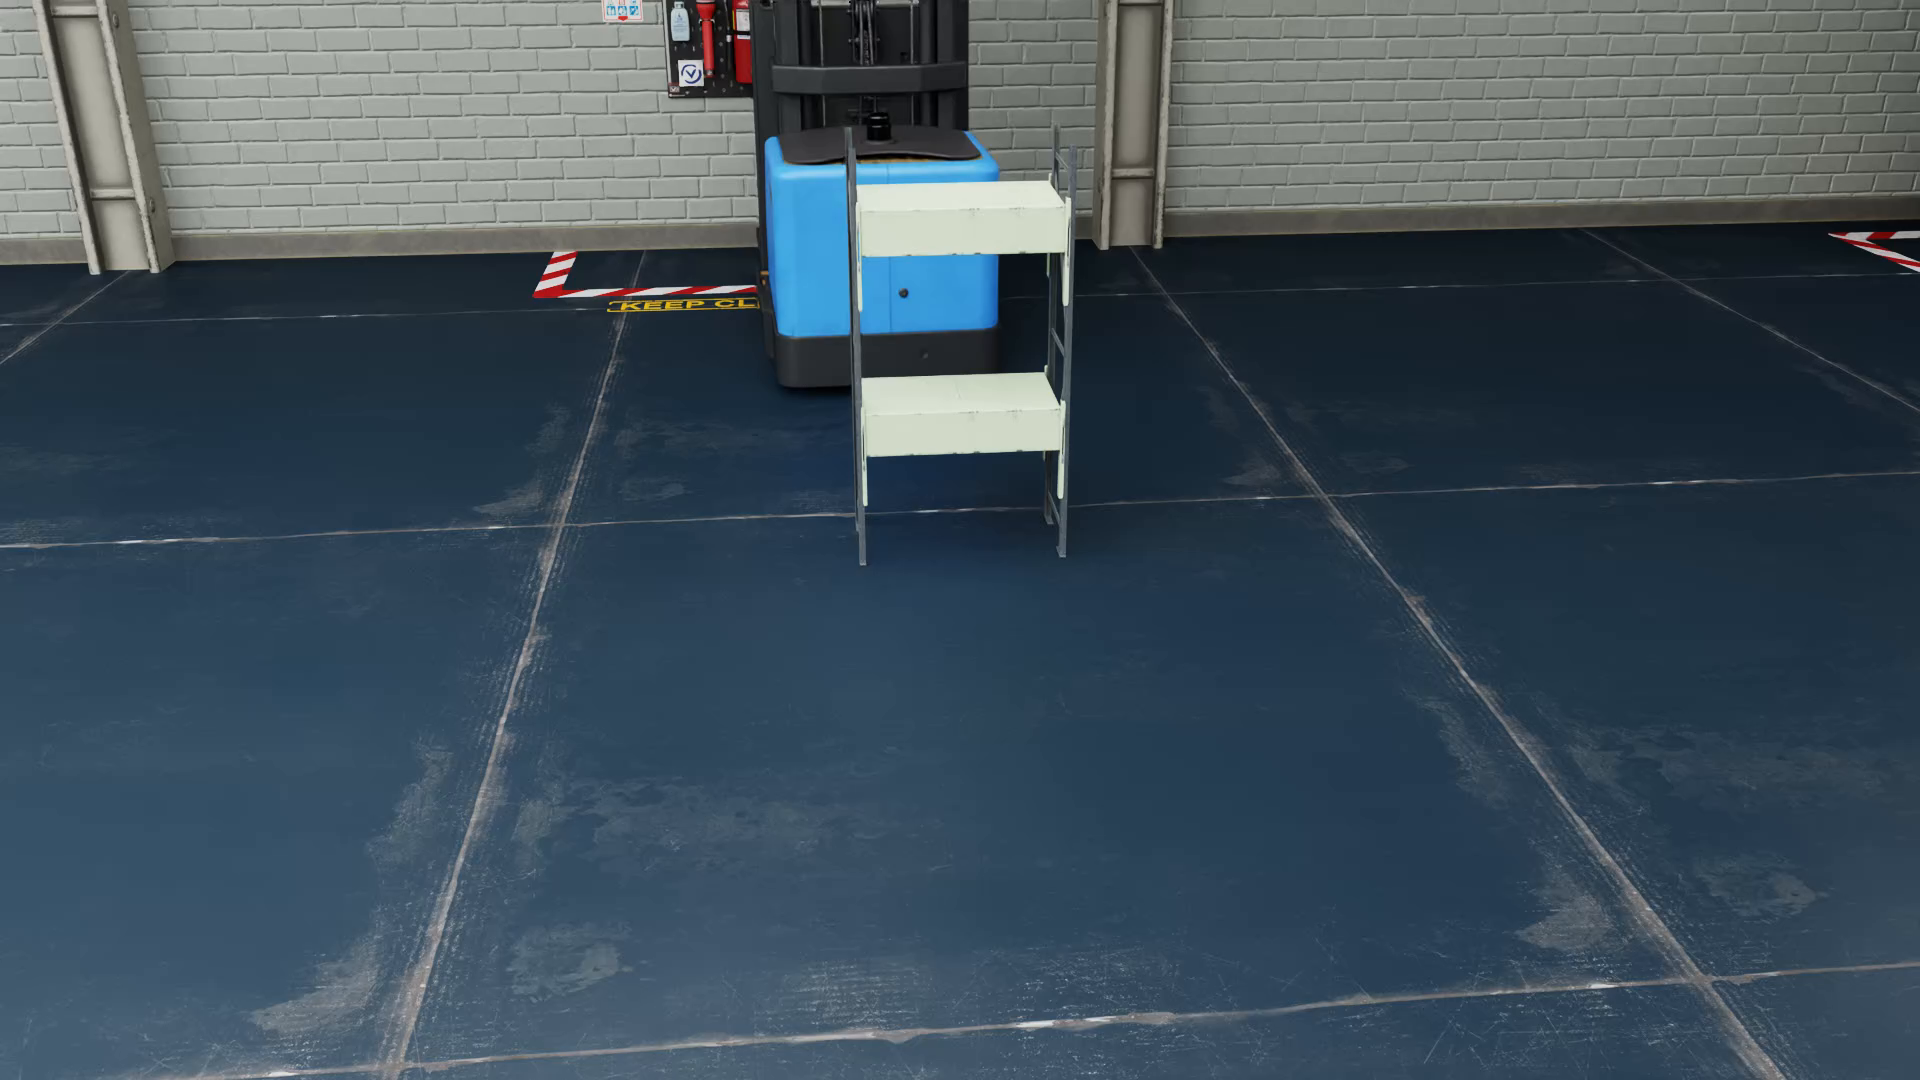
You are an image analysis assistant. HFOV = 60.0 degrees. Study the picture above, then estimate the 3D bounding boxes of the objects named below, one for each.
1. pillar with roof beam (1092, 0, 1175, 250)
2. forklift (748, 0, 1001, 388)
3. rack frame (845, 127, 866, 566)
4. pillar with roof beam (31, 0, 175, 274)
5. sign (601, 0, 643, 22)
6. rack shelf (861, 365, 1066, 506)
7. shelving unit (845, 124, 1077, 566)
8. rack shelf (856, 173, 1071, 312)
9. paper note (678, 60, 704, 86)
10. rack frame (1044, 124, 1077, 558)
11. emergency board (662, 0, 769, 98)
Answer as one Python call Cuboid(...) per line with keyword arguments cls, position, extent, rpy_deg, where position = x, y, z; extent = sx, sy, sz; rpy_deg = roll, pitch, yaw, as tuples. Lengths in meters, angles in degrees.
Cuboid(cls="pillar with roof beam", position=(1.470, -4.241, 4.712), extent=(0.400, 9.000, 9.100), rpy_deg=(-2, 24, -5))
Cuboid(cls="forklift", position=(-0.536, -2.606, 8.504), extent=(1.130, 2.935, 3.031), rpy_deg=(-3, 24, -8))
Cuboid(cls="rack frame", position=(-0.371, -0.670, 5.912), extent=(0.023, 1.500, 0.400), rpy_deg=(-2, 24, -5))
Cuboid(cls="pillar with roof beam", position=(-4.501, -4.001, 4.173), extent=(0.400, 9.000, 9.100), rpy_deg=(-2, 24, -5))
Cuboid(cls="sign", position=(-1.976, -3.192, 9.695), extent=(0.234, 0.329, 0.001), rpy_deg=(-2, 24, -5))
Cuboid(cls="rack shelf", position=(-0.007, -0.387, 6.077), extent=(0.720, 0.370, 0.431), rpy_deg=(-2, 24, -5))
Cuboid(cls="shelving unit", position=(-0.007, -0.685, 5.945), extent=(0.755, 1.500, 0.431), rpy_deg=(-2, 24, -5))
Cuboid(cls="rack shelf", position=(-0.007, -1.042, 5.786), extent=(0.720, 0.370, 0.431), rpy_deg=(-2, 24, -5))
Cuboid(cls="paper note", position=(-1.599, -2.774, 9.883), extent=(0.142, 0.148, 0.016), rpy_deg=(-2, 24, -5))
Cuboid(cls="rack frame", position=(0.358, -0.700, 5.978), extent=(0.023, 1.500, 0.400), rpy_deg=(-2, 24, -5))
Cuboid(cls="emergency board", position=(-1.416, -3.156, 9.658), extent=(0.643, 1.169, 0.194), rpy_deg=(-2, 24, -5))
